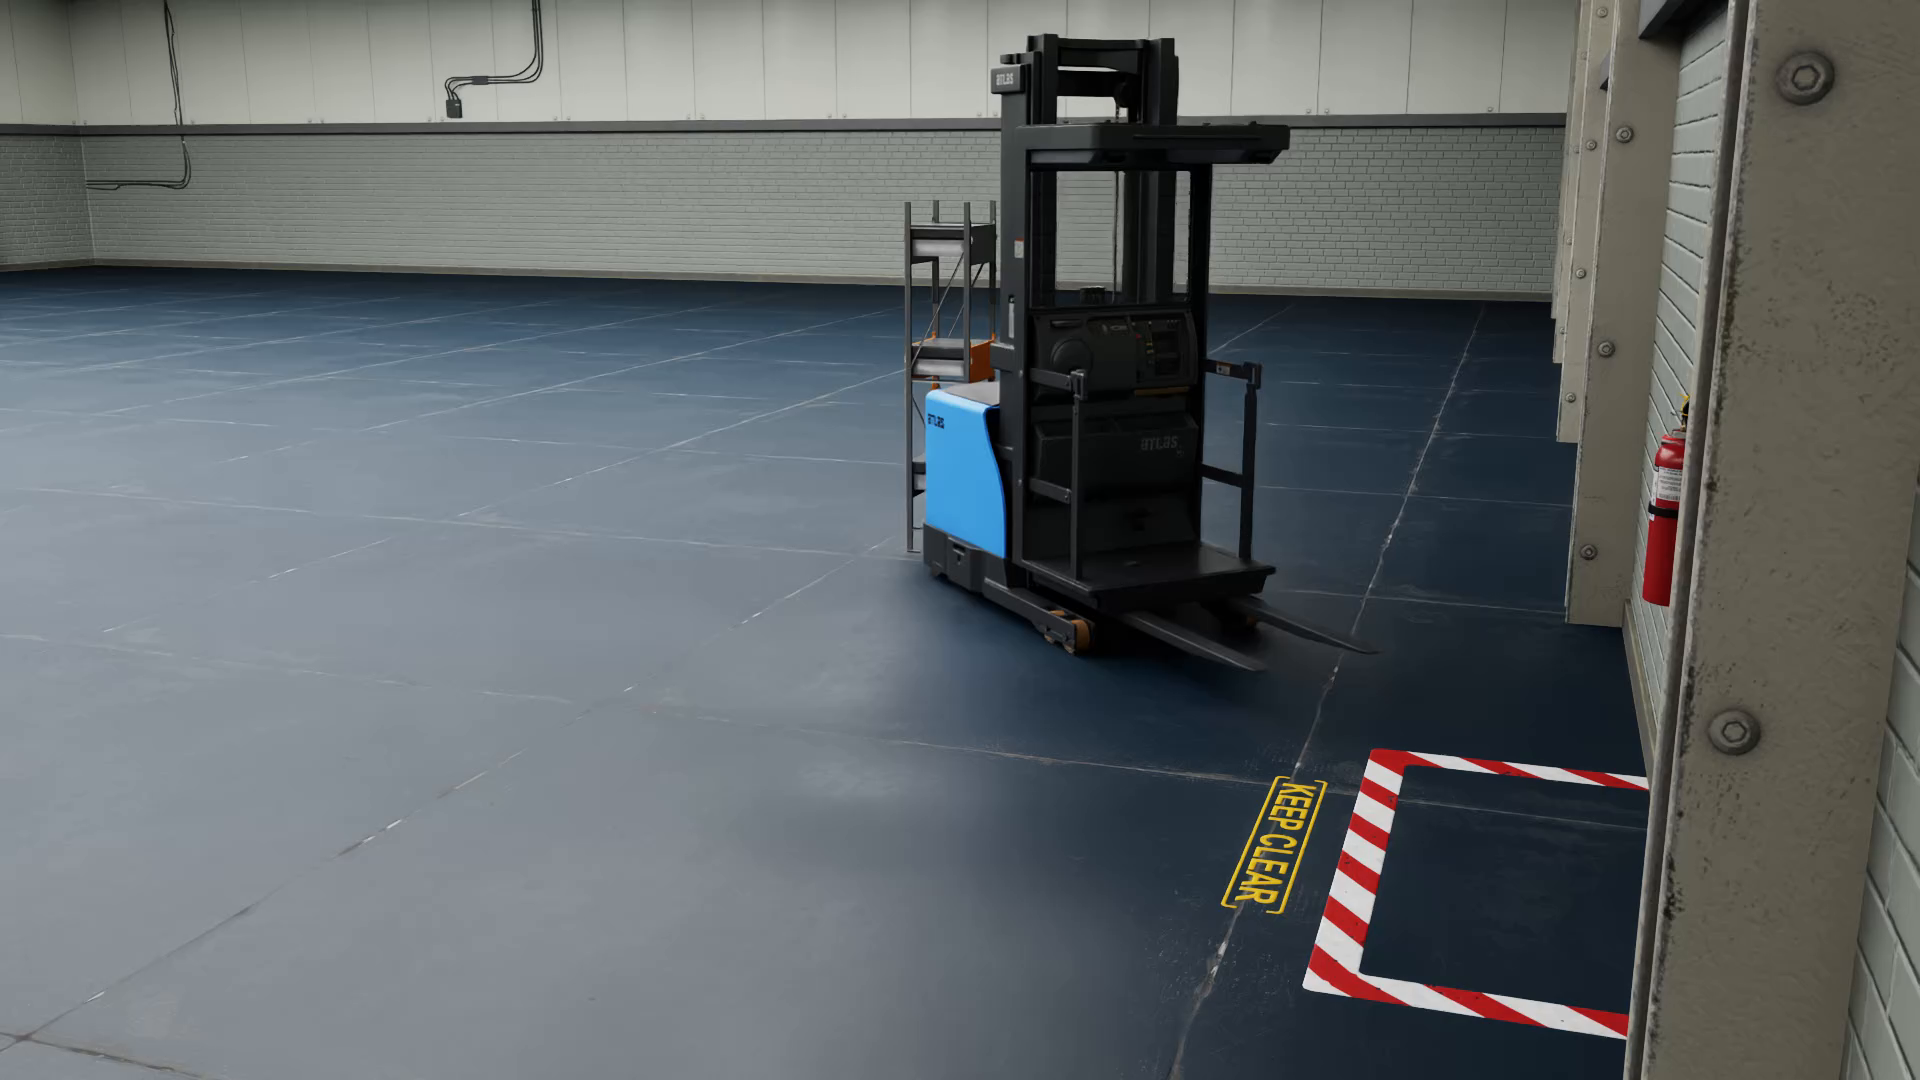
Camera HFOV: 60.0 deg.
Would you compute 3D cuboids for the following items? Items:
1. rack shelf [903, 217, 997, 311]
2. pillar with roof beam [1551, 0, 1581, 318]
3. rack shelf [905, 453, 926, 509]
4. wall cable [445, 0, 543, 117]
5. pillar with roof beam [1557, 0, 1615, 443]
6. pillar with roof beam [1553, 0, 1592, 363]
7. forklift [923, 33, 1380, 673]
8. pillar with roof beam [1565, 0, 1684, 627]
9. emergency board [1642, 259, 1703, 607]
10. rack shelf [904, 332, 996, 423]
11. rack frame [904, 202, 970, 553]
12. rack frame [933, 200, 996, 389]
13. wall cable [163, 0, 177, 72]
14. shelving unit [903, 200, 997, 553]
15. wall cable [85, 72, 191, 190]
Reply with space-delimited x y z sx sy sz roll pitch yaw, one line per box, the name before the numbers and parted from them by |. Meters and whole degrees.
rack shelf | -0.054 -1.658 9.949 0.431 0.518 0.480 4 14 18
pillar with roof beam | 5.098 -8.089 25.707 9.100 9.000 0.400 4 14 18
rack shelf | -0.054 -0.293 10.260 0.431 0.518 0.480 4 14 18
wall cable | -9.452 -11.544 33.199 2.305 6.003 0.169 4 14 18
pillar with roof beam | 1.215 -5.563 14.637 9.100 9.000 0.400 4 14 18
pillar with roof beam | 3.156 -6.826 20.172 9.100 9.000 0.400 4 14 18
forklift | 0.889 -0.990 8.238 1.130 2.935 3.031 -6 14 -25
pillar with roof beam | -0.726 -4.300 9.103 9.100 9.000 0.400 4 14 18
emergency board | 2.241 -0.319 5.145 0.194 1.169 0.643 4 14 18
rack shelf | -0.054 -0.976 10.105 0.431 0.518 0.480 4 14 18
rack frame | -0.133 -0.937 9.876 0.400 2.100 0.015 4 14 18
rack frame | 0.025 -1.040 10.327 0.400 2.100 0.015 4 14 18
wall cable | -15.870 -11.326 35.516 3.097 2.526 0.112 4 14 18
shelving unit | -0.054 -0.989 10.102 0.431 2.100 0.503 4 14 18
wall cable | -18.430 -9.059 36.932 3.097 2.526 0.112 4 14 18
